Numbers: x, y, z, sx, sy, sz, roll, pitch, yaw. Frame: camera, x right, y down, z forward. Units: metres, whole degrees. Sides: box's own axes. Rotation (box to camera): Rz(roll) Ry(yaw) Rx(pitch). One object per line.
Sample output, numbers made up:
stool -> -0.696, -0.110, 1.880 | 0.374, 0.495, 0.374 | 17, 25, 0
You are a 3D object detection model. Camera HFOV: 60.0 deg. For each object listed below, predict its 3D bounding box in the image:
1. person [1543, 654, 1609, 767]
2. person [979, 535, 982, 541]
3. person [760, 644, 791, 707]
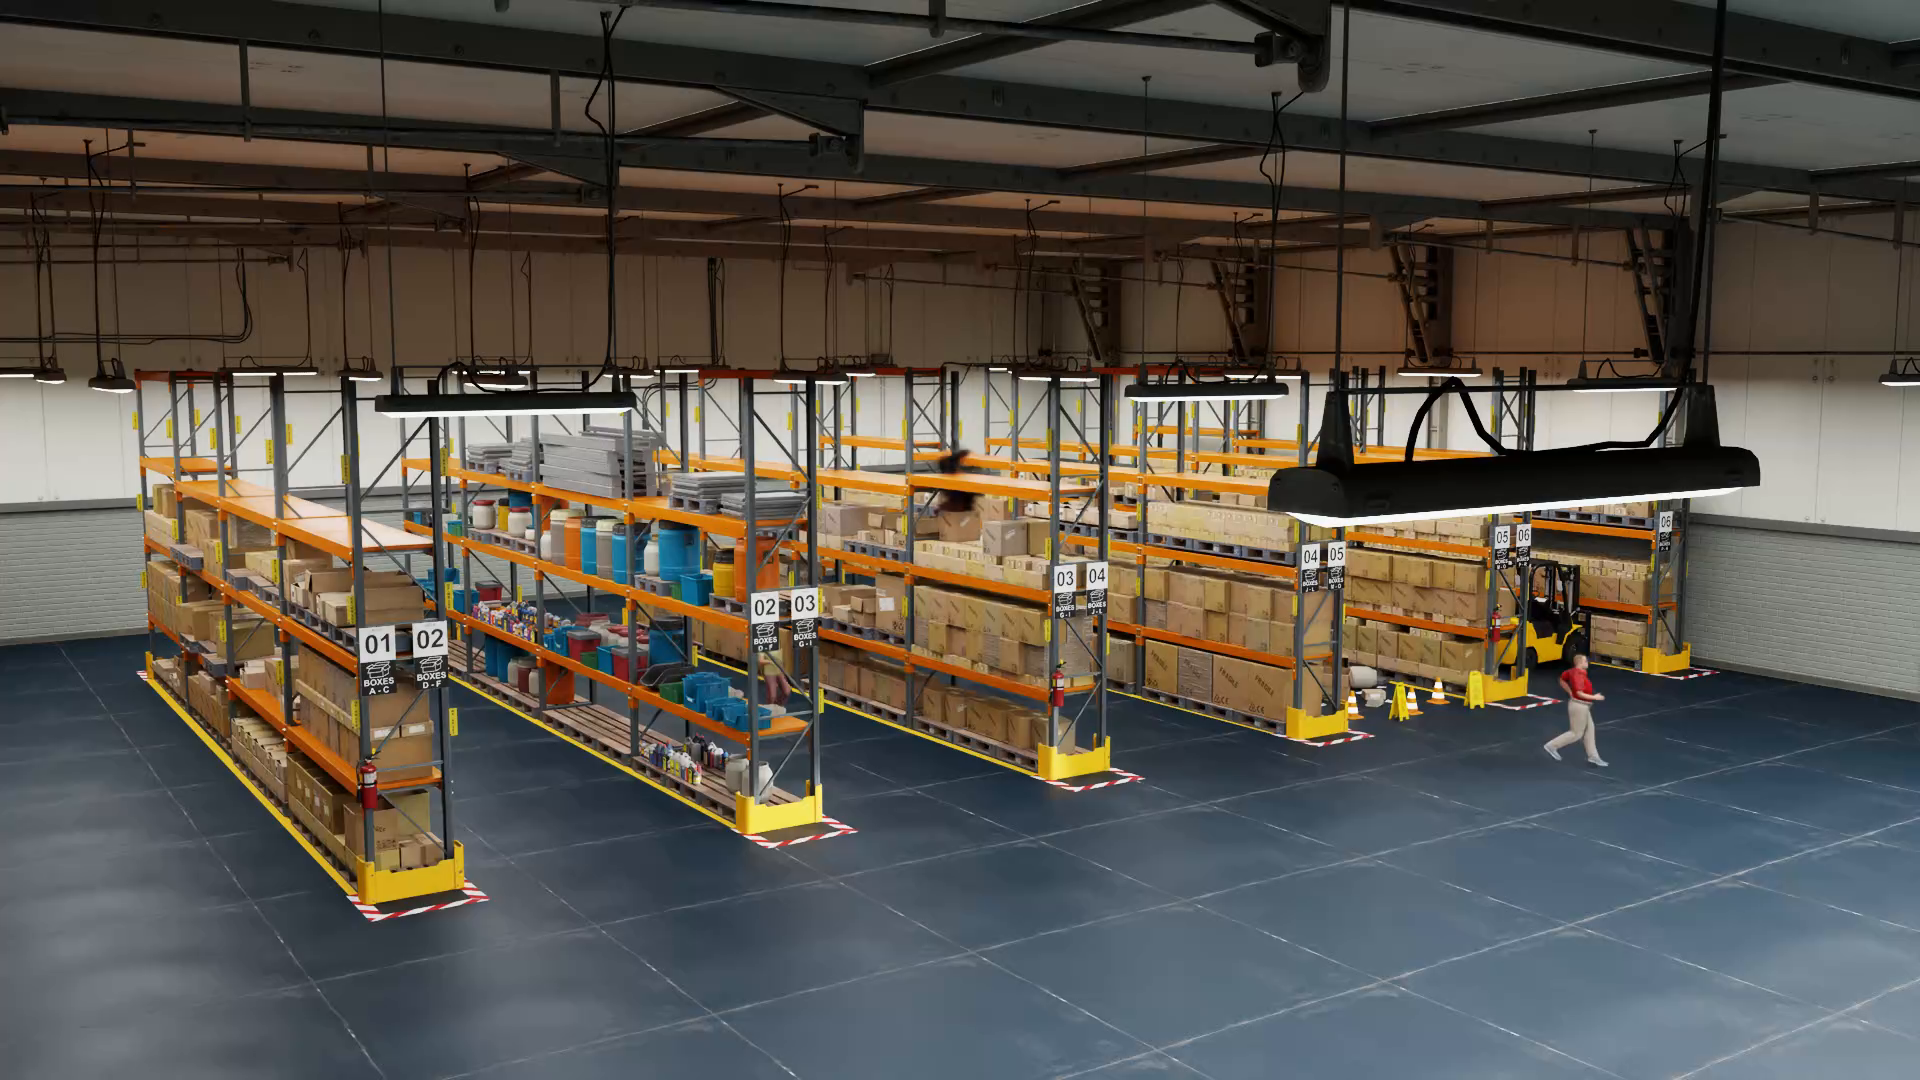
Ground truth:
person -> 9.463, 2.610, 25.464 | 0.981, 1.740, 0.674 | 1, 7, 12
person -> 0.476, 0.448, 44.806 | 0.760, 1.748, 0.808 | -2, 7, -14
person -> -3.157, 2.304, 28.411 | 0.562, 1.656, 0.595 | -6, 9, -44
